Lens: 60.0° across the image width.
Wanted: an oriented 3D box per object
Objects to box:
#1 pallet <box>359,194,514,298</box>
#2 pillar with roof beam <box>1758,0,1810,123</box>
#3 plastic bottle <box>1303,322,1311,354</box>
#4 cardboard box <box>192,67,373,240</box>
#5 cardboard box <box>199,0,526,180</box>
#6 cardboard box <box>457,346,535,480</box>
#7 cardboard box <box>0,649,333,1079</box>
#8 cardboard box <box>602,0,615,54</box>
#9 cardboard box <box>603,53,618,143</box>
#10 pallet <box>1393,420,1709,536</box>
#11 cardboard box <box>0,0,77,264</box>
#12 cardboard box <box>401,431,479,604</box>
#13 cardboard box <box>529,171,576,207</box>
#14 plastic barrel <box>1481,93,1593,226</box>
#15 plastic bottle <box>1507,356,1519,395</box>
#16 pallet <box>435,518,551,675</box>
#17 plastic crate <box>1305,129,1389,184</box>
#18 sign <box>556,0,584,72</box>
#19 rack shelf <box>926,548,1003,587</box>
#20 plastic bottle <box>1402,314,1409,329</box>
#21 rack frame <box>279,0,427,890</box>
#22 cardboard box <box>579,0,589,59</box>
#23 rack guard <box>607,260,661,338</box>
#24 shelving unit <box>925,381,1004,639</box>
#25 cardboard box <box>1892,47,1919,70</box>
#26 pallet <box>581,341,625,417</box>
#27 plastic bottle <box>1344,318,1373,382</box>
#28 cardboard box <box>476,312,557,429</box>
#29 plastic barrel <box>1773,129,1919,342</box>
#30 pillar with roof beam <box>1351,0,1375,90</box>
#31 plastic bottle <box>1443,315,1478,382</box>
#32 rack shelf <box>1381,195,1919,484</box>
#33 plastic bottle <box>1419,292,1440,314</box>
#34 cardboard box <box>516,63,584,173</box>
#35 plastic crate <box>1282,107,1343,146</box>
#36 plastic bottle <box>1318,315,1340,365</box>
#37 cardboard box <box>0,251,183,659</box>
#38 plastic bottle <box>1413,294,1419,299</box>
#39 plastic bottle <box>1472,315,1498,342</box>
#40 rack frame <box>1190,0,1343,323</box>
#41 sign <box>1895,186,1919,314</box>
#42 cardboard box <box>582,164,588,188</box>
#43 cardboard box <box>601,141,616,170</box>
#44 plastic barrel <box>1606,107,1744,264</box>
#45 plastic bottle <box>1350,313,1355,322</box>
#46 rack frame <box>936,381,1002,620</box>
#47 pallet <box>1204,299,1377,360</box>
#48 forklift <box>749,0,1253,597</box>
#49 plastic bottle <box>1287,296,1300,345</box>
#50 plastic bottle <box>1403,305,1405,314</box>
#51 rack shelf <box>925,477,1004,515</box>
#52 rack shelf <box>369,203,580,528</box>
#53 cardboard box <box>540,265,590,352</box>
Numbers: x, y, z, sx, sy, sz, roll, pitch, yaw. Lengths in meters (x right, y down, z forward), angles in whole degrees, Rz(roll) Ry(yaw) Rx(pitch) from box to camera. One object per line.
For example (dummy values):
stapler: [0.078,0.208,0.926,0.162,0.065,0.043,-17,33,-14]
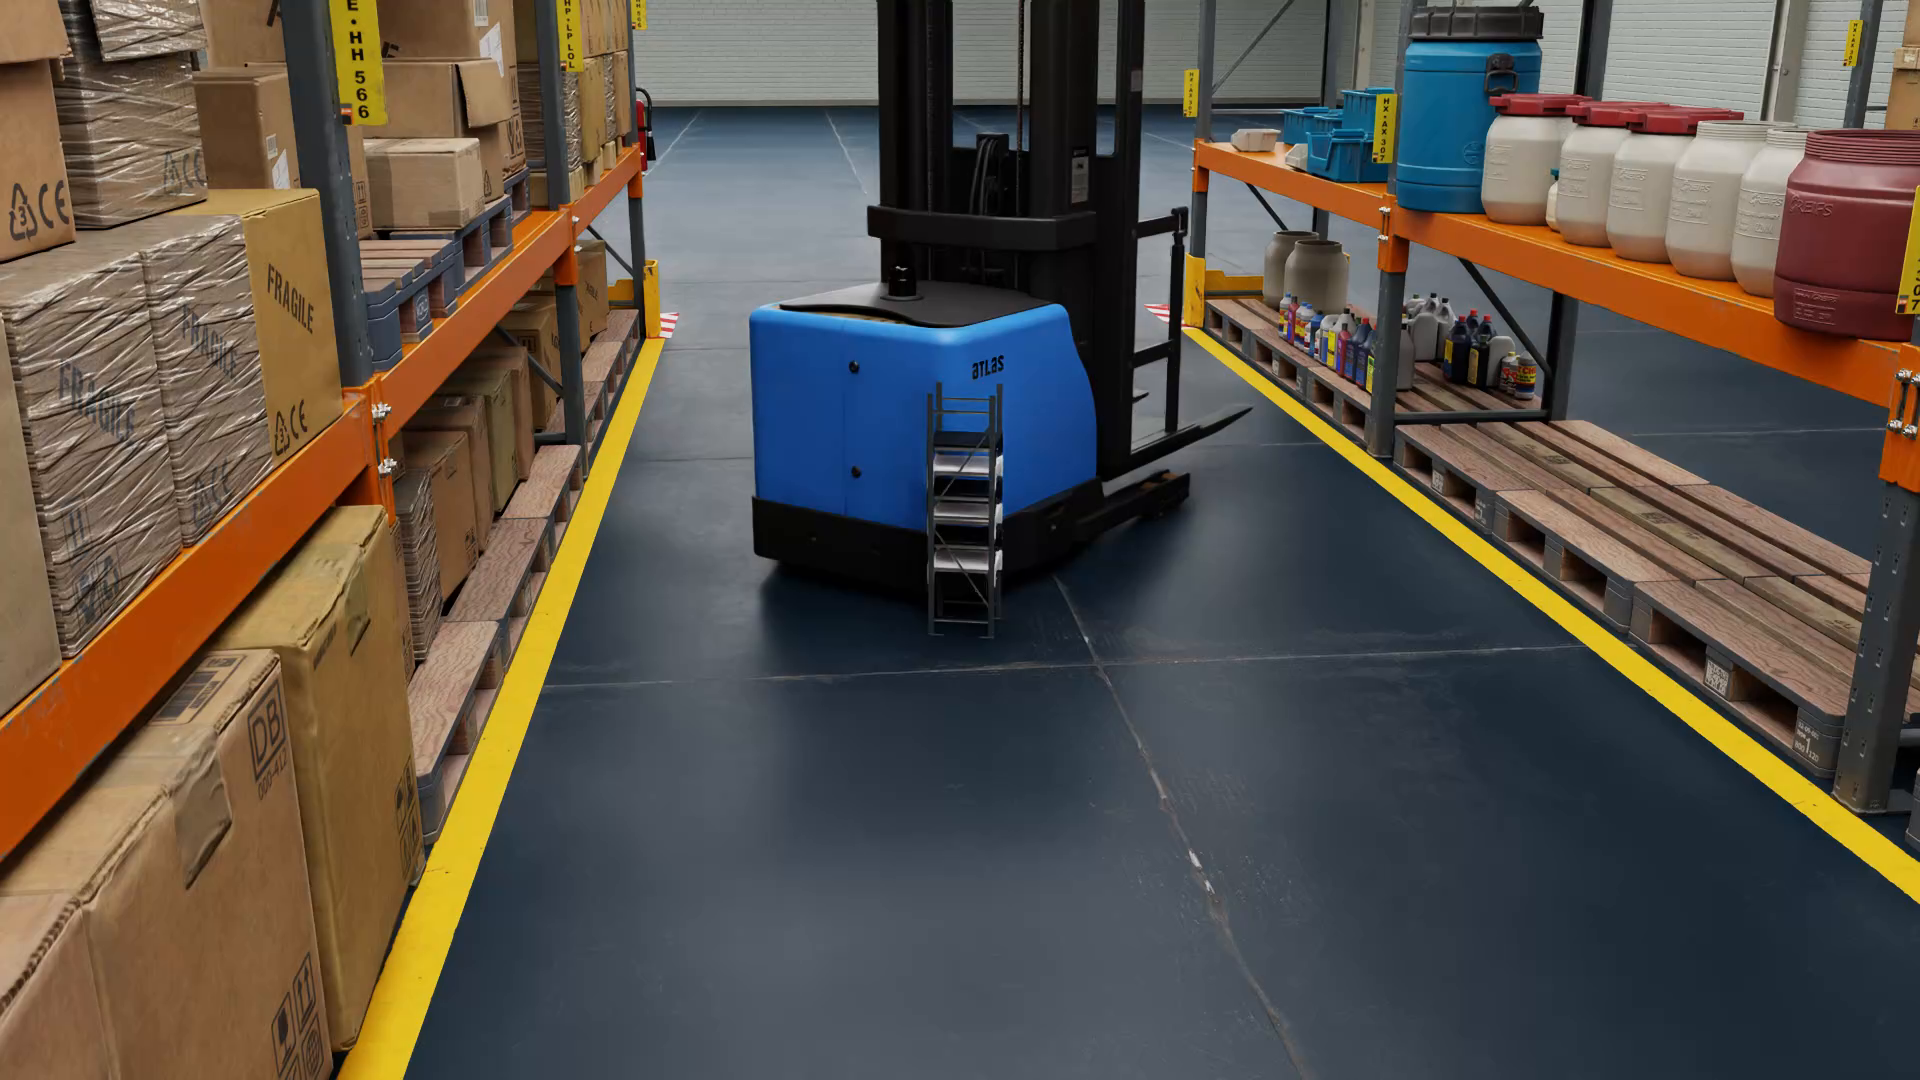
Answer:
pallet: [-2.153,-1.027,5.762,1.003,0.211,1.213,-2,18,-6]
pillar with roof beam: [7.461,-9.496,22.400,9.100,9.000,0.400,-2,18,-6]
plastic bottle: [2.127,-1.231,10.026,0.097,0.201,0.097,0,17,0]
cardboard box: [-2.160,-1.101,4.810,0.700,0.500,0.500,1,17,3]
cardboard box: [-2.378,-1.968,6.735,1.000,1.000,1.000,-2,18,-5]
cardboard box: [-2.278,-0.556,7.379,0.700,0.500,0.500,-3,18,-10]
cardboard box: [-1.773,0.755,2.611,1.225,0.875,0.875,-2,18,-5]
cardboard box: [-2.324,-3.127,9.795,0.500,0.500,0.500,-2,18,-6]
cardboard box: [-2.524,-2.643,9.925,0.875,0.500,0.500,-2,18,-6]
pallet: [2.726,-0.312,7.819,1.003,0.211,1.213,-2,18,-6]
cardboard box: [-1.784,-0.644,2.380,0.797,0.503,0.637,-1,17,-4]
cardboard box: [-2.132,-0.080,5.864,0.700,0.500,0.500,0,17,-1]
cardboard box: [-2.043,-1.676,7.926,0.380,0.149,0.250,-2,18,-6]
plastic barrel: [2.487,-1.648,7.193,0.433,0.535,0.433,0,17,0]
plastic bottle: [2.999,-0.889,8.938,0.097,0.201,0.097,0,17,0]
pallet: [-2.109,0.204,6.174,1.003,0.211,1.213,-2,18,-6]
plastic crate: [2.222,-2.126,9.188,0.499,0.251,0.616,-2,18,-6]
sign: [-1.769,-2.293,7.540,0.100,0.325,0.005,-2,18,-6]
rack shelf: [0.019,0.098,6.076,0.258,0.077,0.200,2,18,8]
plastic bottle: [2.710,-1.281,10.188,0.097,0.201,0.097,0,17,0]
rack frame: [-1.908,-0.530,3.859,1.000,3.000,0.127,-2,18,-6]
cardboard box: [-2.167,-2.680,8.372,0.500,0.500,0.500,-2,18,-6]
rack guard: [-2.725,-1.699,11.753,1.175,0.500,0.348,-2,18,-6]
shelving unit: [0.019,-0.106,6.012,0.258,0.900,0.210,2,18,8]
cardboard box: [6.947,-3.453,11.917,0.380,0.149,0.250,-2,18,-6]
pallet: [-2.554,-0.955,9.867,1.003,0.211,1.213,-2,18,-6]
plastic bottle: [2.233,-1.061,9.238,0.144,0.351,0.185,-3,18,-8]
cardboard box: [-2.322,-0.850,8.350,0.500,0.500,0.500,-2,18,-7]
plastic barrel: [2.670,-0.877,4.737,0.600,0.536,0.708,-2,18,-6]
pillar with roof beam: [5.604,-14.859,39.482,9.100,9.000,0.400,-2,18,-6]
plastic bottle: [2.792,-1.070,9.266,0.144,0.351,0.185,-2,18,-6]
rack shelf: [2.813,-0.936,6.352,1.077,0.370,4.000,-2,18,-6]
plastic bottle: [2.853,-1.313,10.039,0.144,0.351,0.185,-1,17,-3]
cardboard box: [-2.305,-2.048,8.029,0.875,0.500,0.500,-2,18,-6]
plastic crate: [2.543,-2.856,11.515,0.499,0.251,0.616,-2,18,-6]
plastic bottle: [2.187,-1.171,9.711,0.152,0.276,0.135,-1,17,-5]
cardboard box: [-1.508,-0.135,2.434,0.500,0.500,0.500,-2,18,-7]
plastic bottle: [2.849,-1.413,10.471,0.061,0.283,0.133,-1,17,-4]
plastic bottle: [2.936,-1.075,9.280,0.144,0.351,0.185,-1,17,-4]
rack frame: [2.194,-3.067,11.938,1.000,3.000,0.127,-2,18,-6]
sign: [2.472,-0.742,4.261,0.100,0.325,0.005,-2,18,-6]
cardboard box: [-2.145,-1.898,8.636,0.380,0.149,0.250,-2,18,-6]
cardboard box: [-2.239,-2.272,9.825,0.380,0.149,0.250,-2,18,-6]
plastic barrel: [2.607,-1.301,6.086,0.433,0.535,0.433,0,17,0]
plastic bottle: [2.293,-1.178,9.720,0.061,0.283,0.133,-2,18,-6]
rack frame: [0.033,-0.136,6.108,0.240,0.900,0.006,2,18,8]
pallet: [2.327,-1.473,11.517,1.003,0.211,1.213,-2,18,-6]
forklift: [0.402,-1.565,7.269,1.130,2.935,3.031,11,21,32]
plastic bottle: [2.076,-1.363,10.312,0.061,0.283,0.133,-1,17,-5]
plastic bottle: [2.712,-1.368,10.327,0.061,0.283,0.133,-2,18,-6]
rack shelf: [0.019,-0.160,5.995,0.258,0.077,0.200,2,18,8]
rack shelf: [-2.114,-0.783,5.865,1.077,0.370,4.000,-2,18,-6]
cardboard box: [-2.544,-1.371,10.008,0.500,0.500,0.500,0,17,0]
